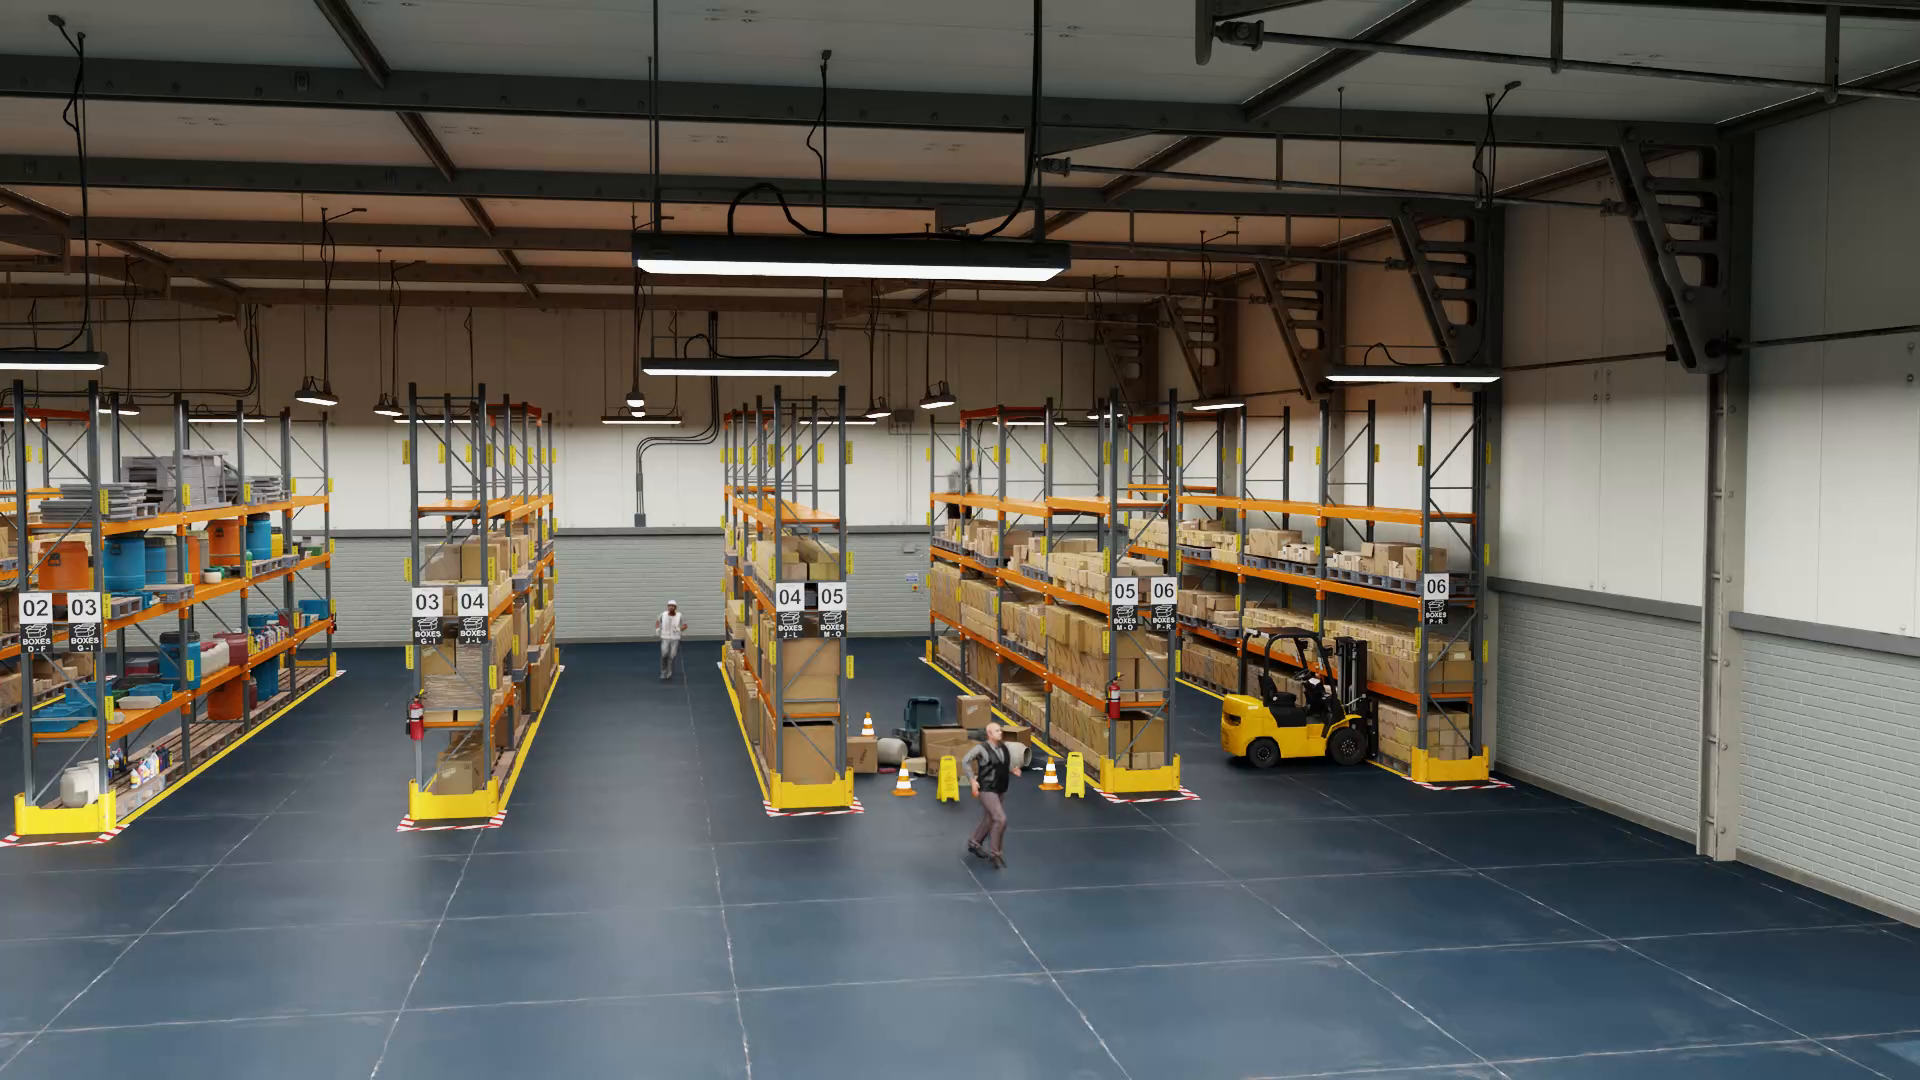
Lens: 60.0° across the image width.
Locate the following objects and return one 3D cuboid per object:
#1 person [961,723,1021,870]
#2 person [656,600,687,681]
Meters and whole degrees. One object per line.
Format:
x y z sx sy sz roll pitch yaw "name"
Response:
0.397 3.121 20.360 0.781 1.780 0.642 2 4 37 "person"
-6.449 2.241 37.186 0.710 1.802 0.628 0 3 -8 "person"
